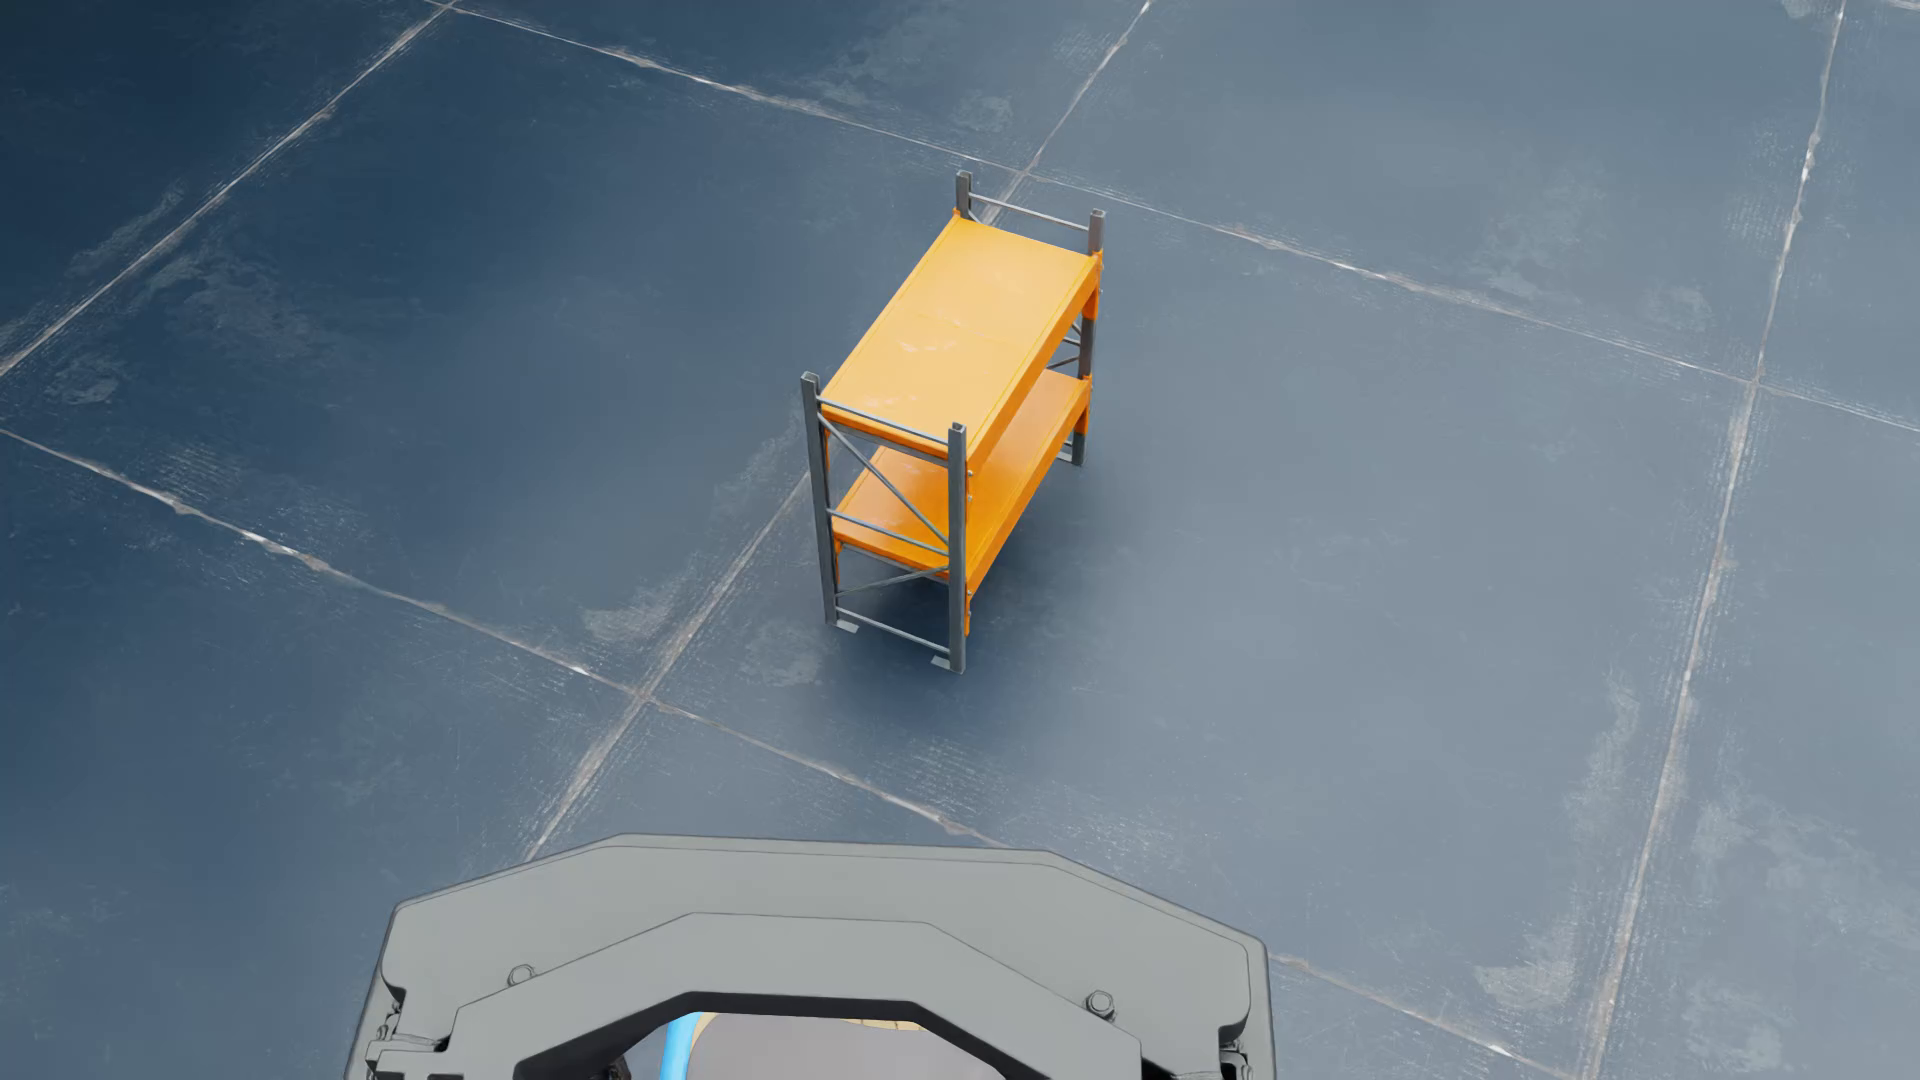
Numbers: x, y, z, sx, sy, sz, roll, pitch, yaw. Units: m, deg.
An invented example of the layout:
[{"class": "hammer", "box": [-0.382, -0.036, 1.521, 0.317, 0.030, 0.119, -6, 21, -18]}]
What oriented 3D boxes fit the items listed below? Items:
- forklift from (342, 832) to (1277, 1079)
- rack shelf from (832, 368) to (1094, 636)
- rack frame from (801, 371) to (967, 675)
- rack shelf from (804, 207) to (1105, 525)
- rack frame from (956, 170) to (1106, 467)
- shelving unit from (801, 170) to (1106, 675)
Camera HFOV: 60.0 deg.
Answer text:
[{"class": "forklift", "box": [-0.176, 1.812, 2.284, 1.130, 2.935, 3.031, 2, 50, 2]}, {"class": "rack shelf", "box": [0.003, -0.211, 5.512, 0.538, 0.278, 1.000, 20, 52, 16]}, {"class": "rack frame", "box": [-0.214, -0.019, 5.028, 0.500, 1.125, 0.032, 20, 52, 16]}, {"class": "rack shelf", "box": [0.003, -0.559, 5.103, 0.538, 0.278, 1.000, 20, 52, 16]}, {"class": "rack frame", "box": [0.220, -0.719, 5.623, 0.500, 1.125, 0.032, 20, 52, 16]}, {"class": "shelving unit", "box": [0.003, -0.369, 5.326, 0.538, 1.125, 1.048, 20, 52, 16]}]
